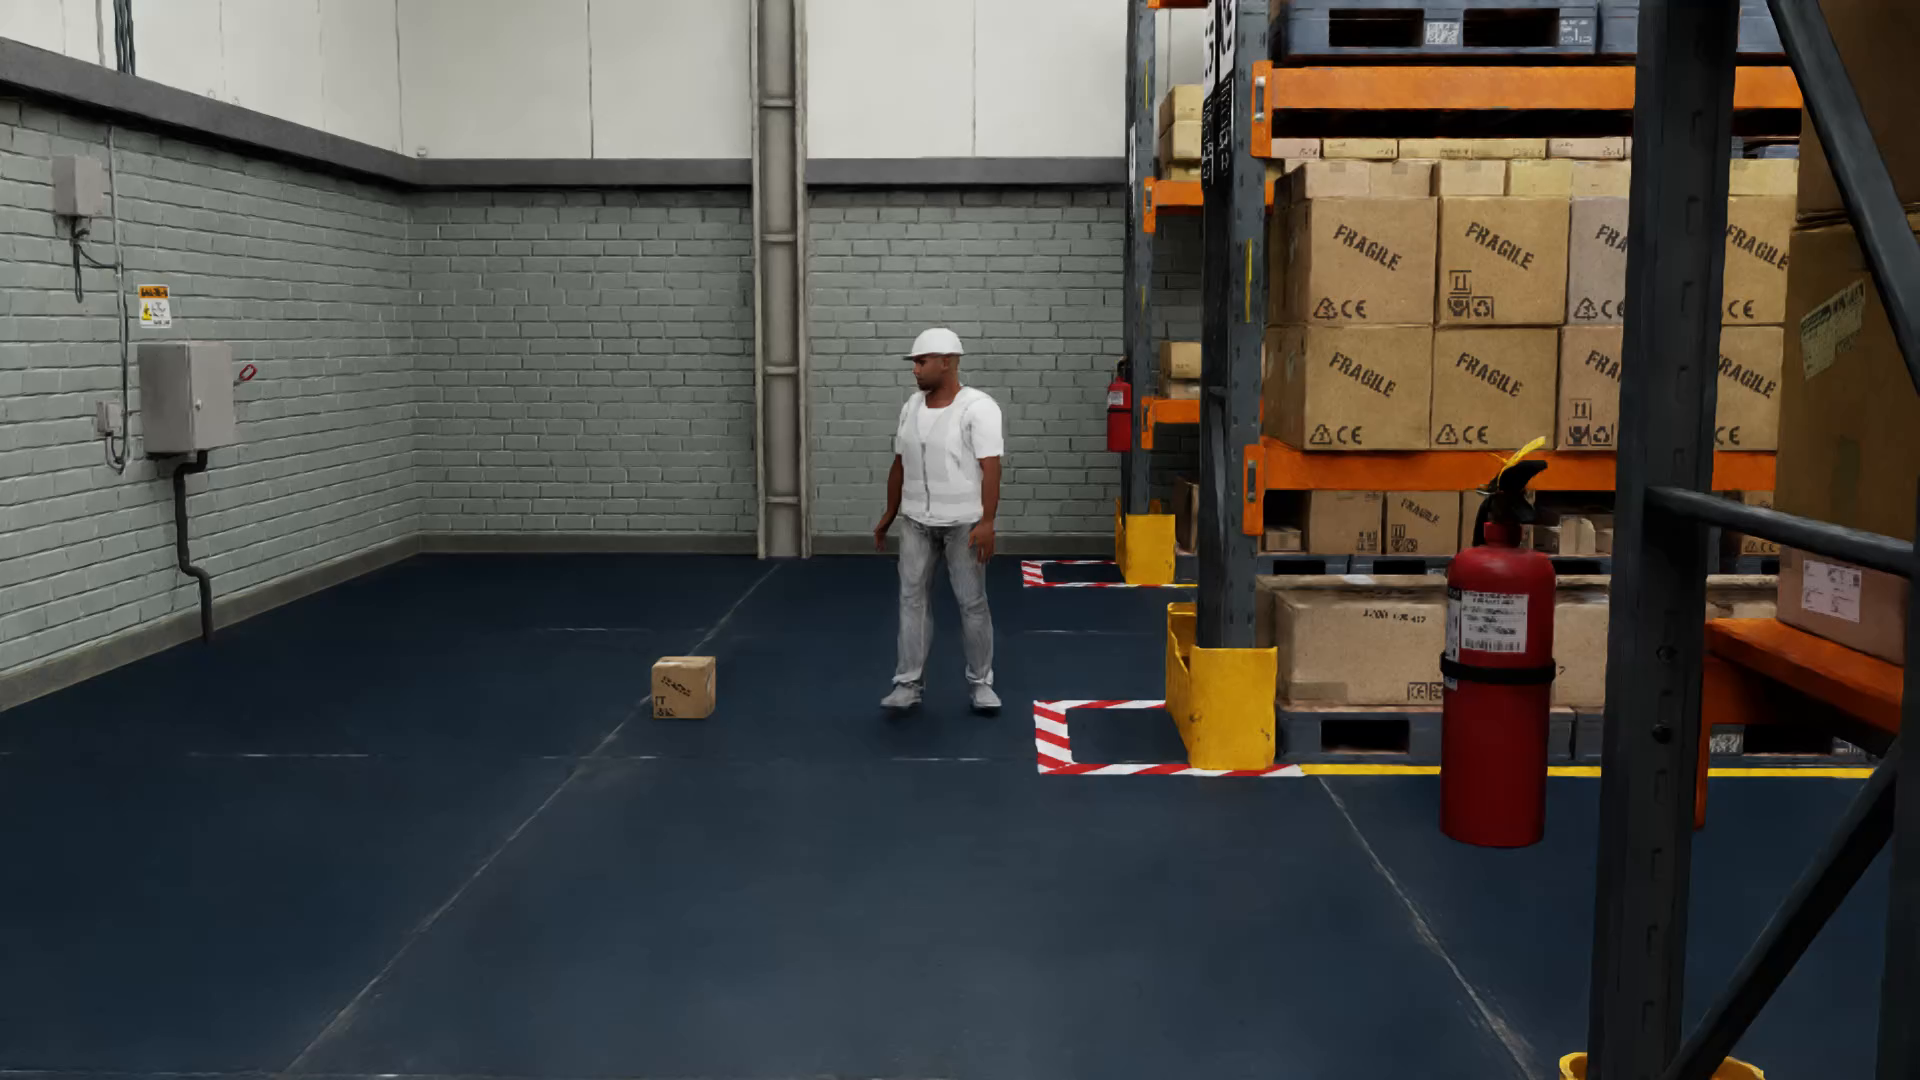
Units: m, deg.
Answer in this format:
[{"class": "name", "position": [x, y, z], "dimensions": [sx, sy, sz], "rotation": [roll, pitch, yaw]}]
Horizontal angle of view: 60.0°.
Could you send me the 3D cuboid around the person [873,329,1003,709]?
[{"class": "person", "position": [-0.124, -0.088, 7.680], "dimensions": [0.670, 1.763, 0.582], "rotation": [4, 8, 30]}]
